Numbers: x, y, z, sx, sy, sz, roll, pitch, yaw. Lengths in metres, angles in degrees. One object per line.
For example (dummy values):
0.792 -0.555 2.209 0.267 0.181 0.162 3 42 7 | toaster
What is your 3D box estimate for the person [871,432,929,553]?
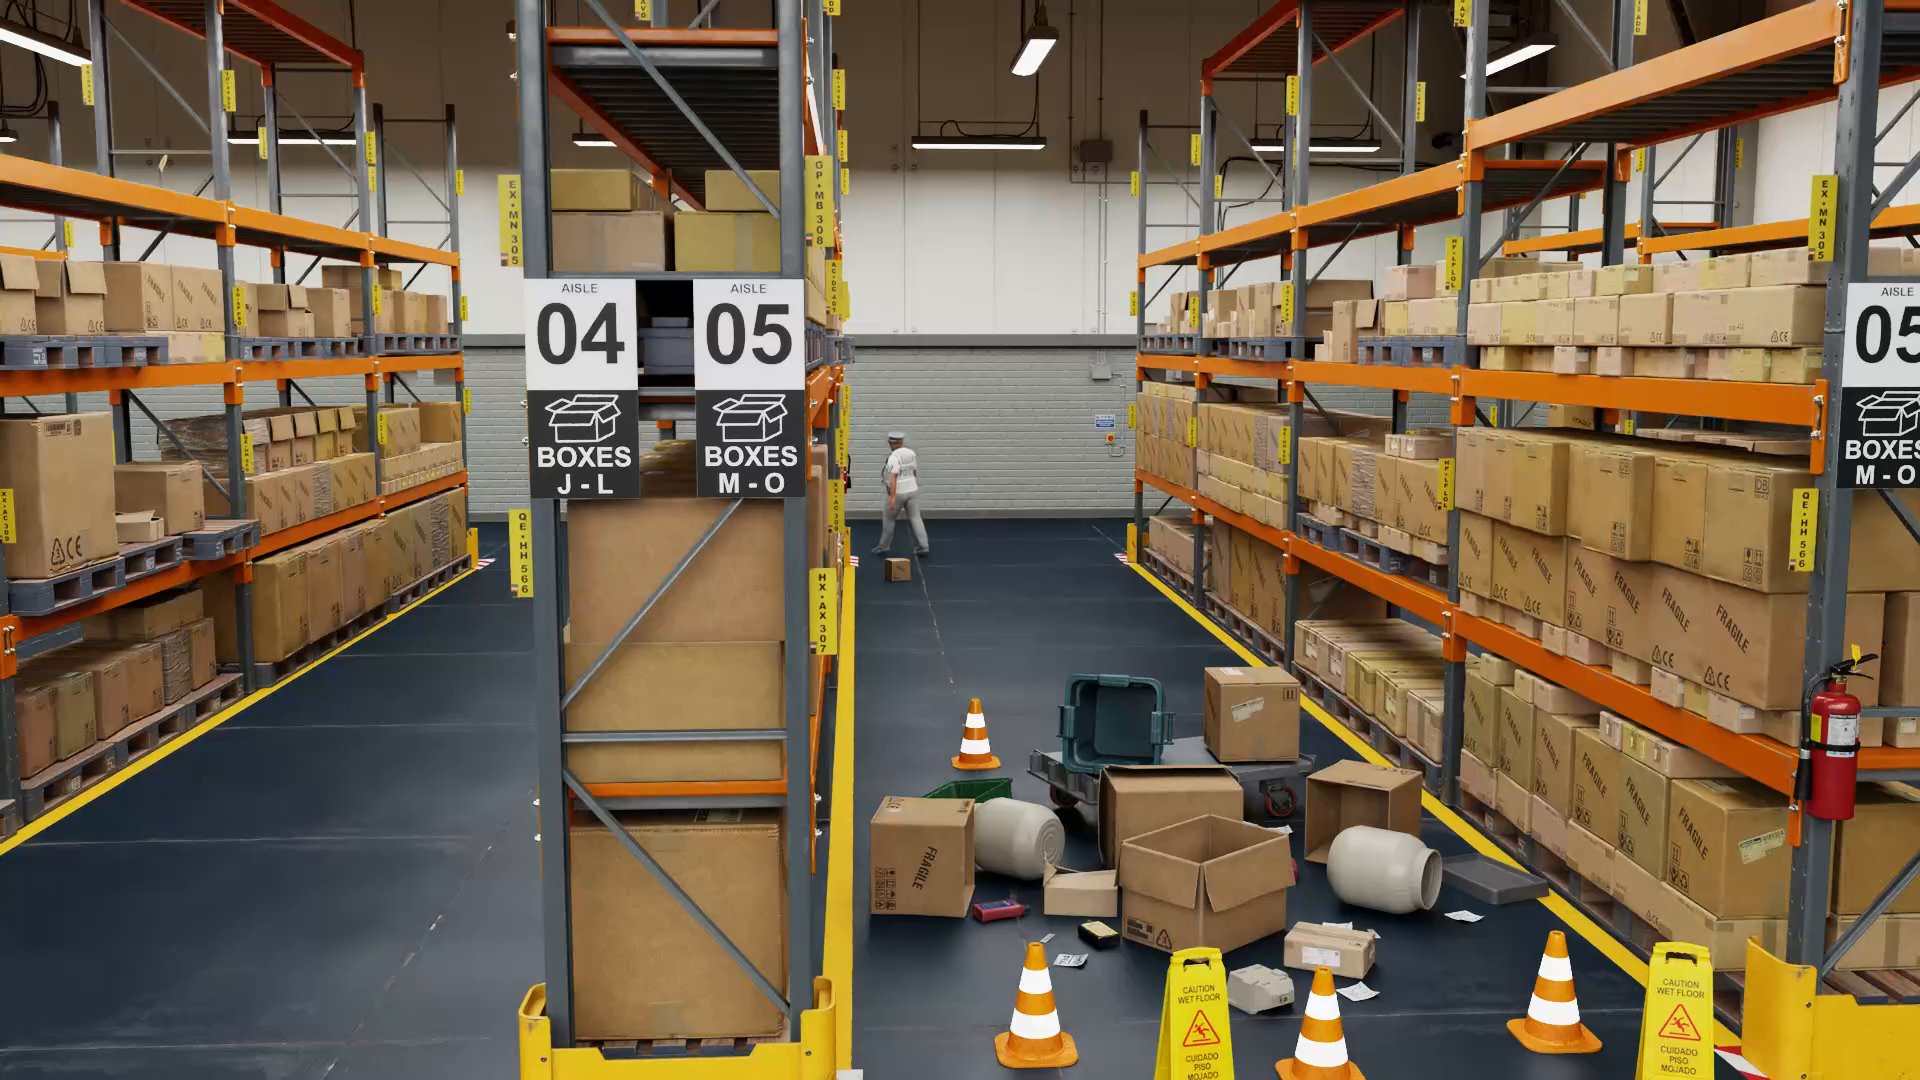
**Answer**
-0.865 -0.654 23.251 0.648 1.729 0.952 -6 9 -43 | person
